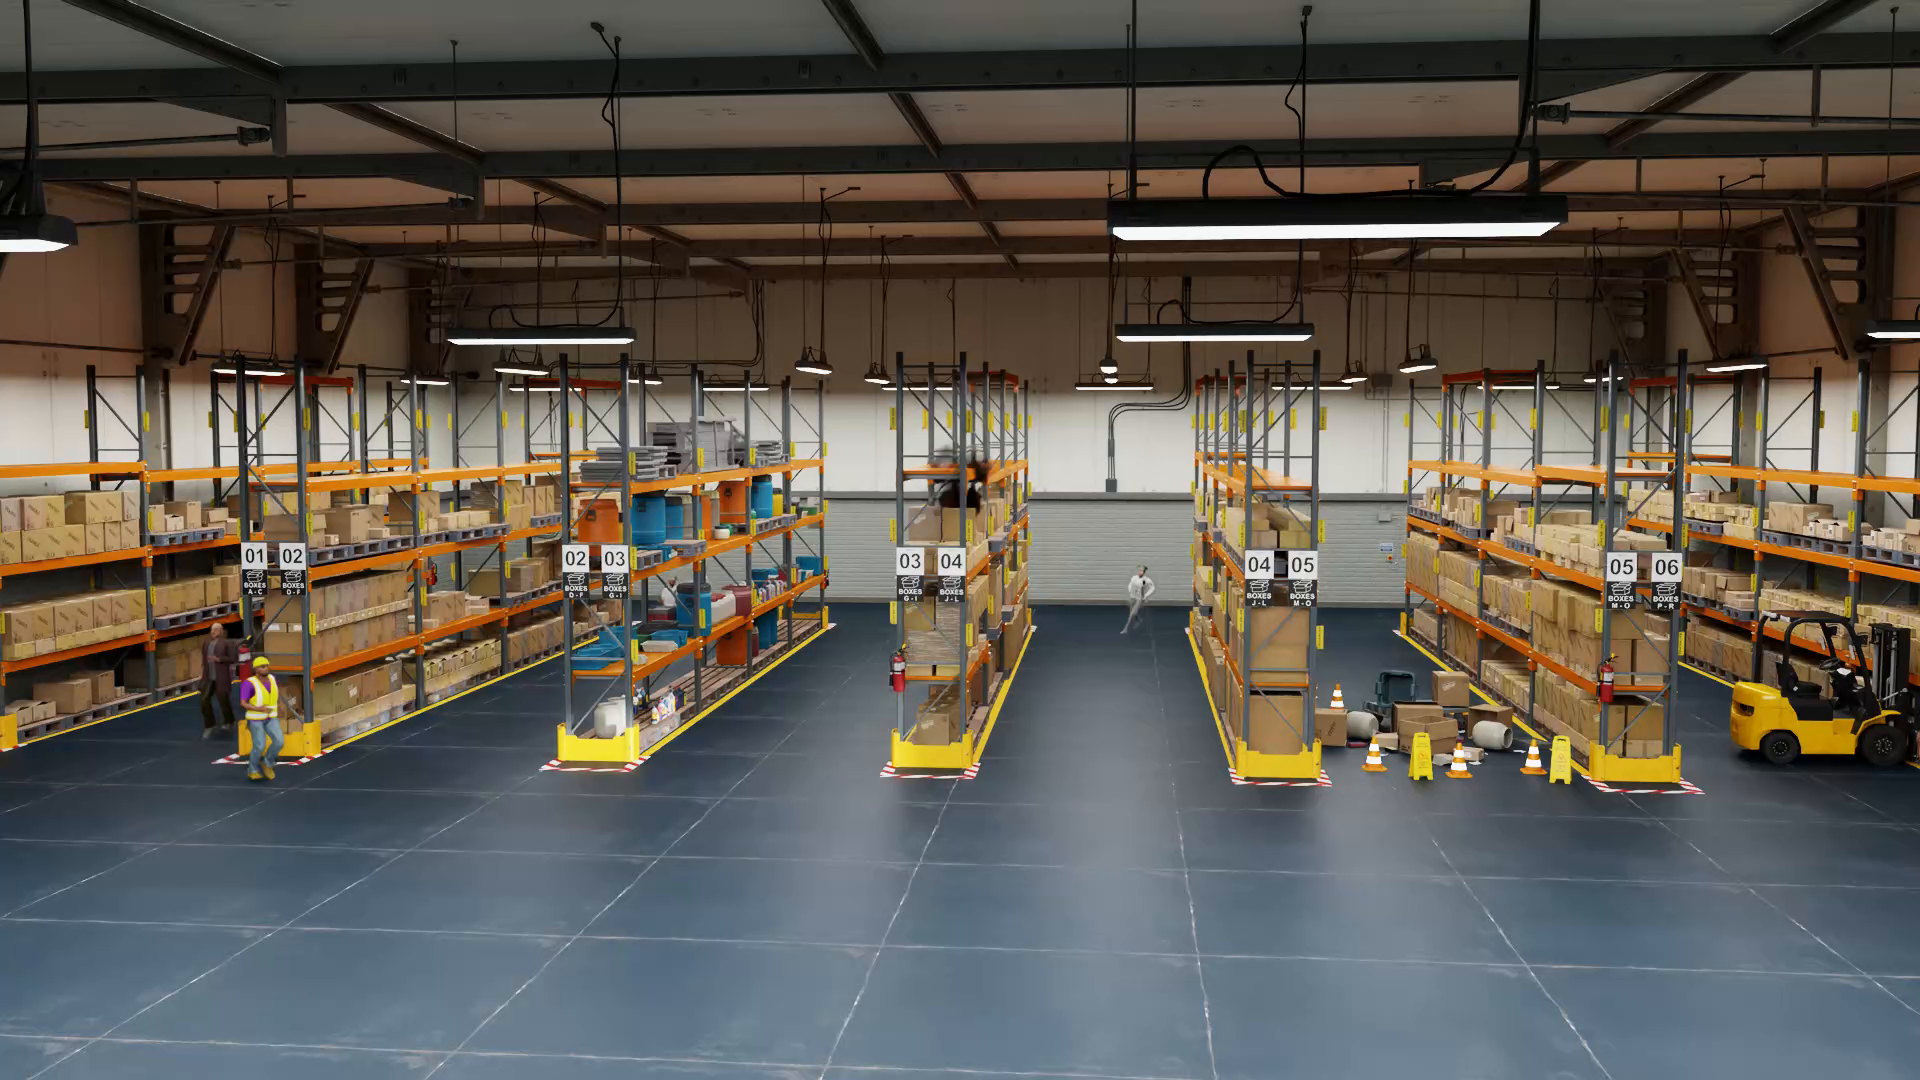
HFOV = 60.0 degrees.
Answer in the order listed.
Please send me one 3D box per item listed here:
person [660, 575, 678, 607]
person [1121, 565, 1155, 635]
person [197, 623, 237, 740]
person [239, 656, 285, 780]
[{"bbox_3d":[-6.341,1.577,36.568,0.576,1.652,0.612,1,4,7],"label":"person"},{"bbox_3d":[4.269,1.395,39.326,0.643,1.651,0.863,3,5,35],"label":"person"},{"bbox_3d":[-11.824,2.237,26.455,0.682,1.839,0.801,0,4,2],"label":"person"},{"bbox_3d":[-9.651,2.488,23.114,0.649,1.757,0.721,3,5,33],"label":"person"}]
